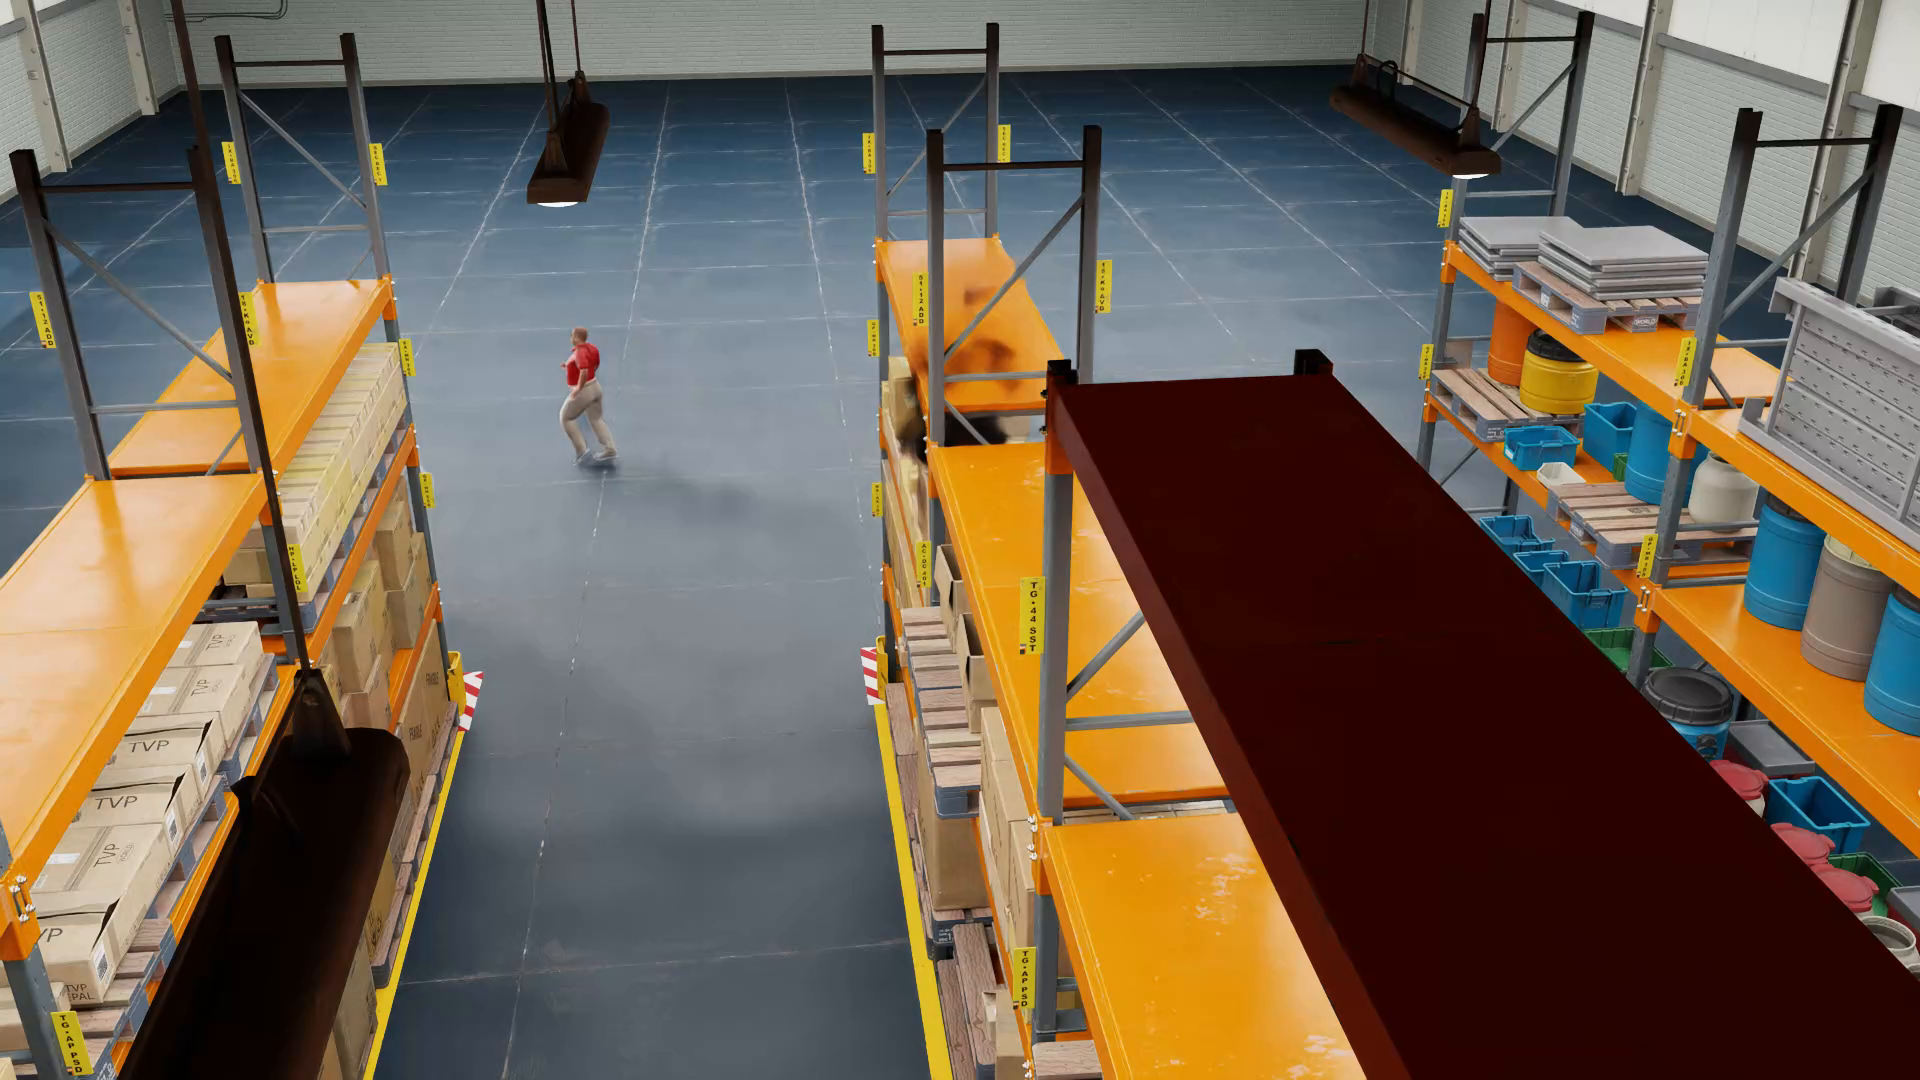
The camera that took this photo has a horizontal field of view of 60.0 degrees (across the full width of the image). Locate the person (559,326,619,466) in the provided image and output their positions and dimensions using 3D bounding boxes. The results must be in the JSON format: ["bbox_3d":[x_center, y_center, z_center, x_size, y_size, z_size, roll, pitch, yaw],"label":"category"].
[{"bbox_3d":[-4.562,-1.744,20.189,0.767,1.765,0.638,11,28,22],"label":"person"}]
